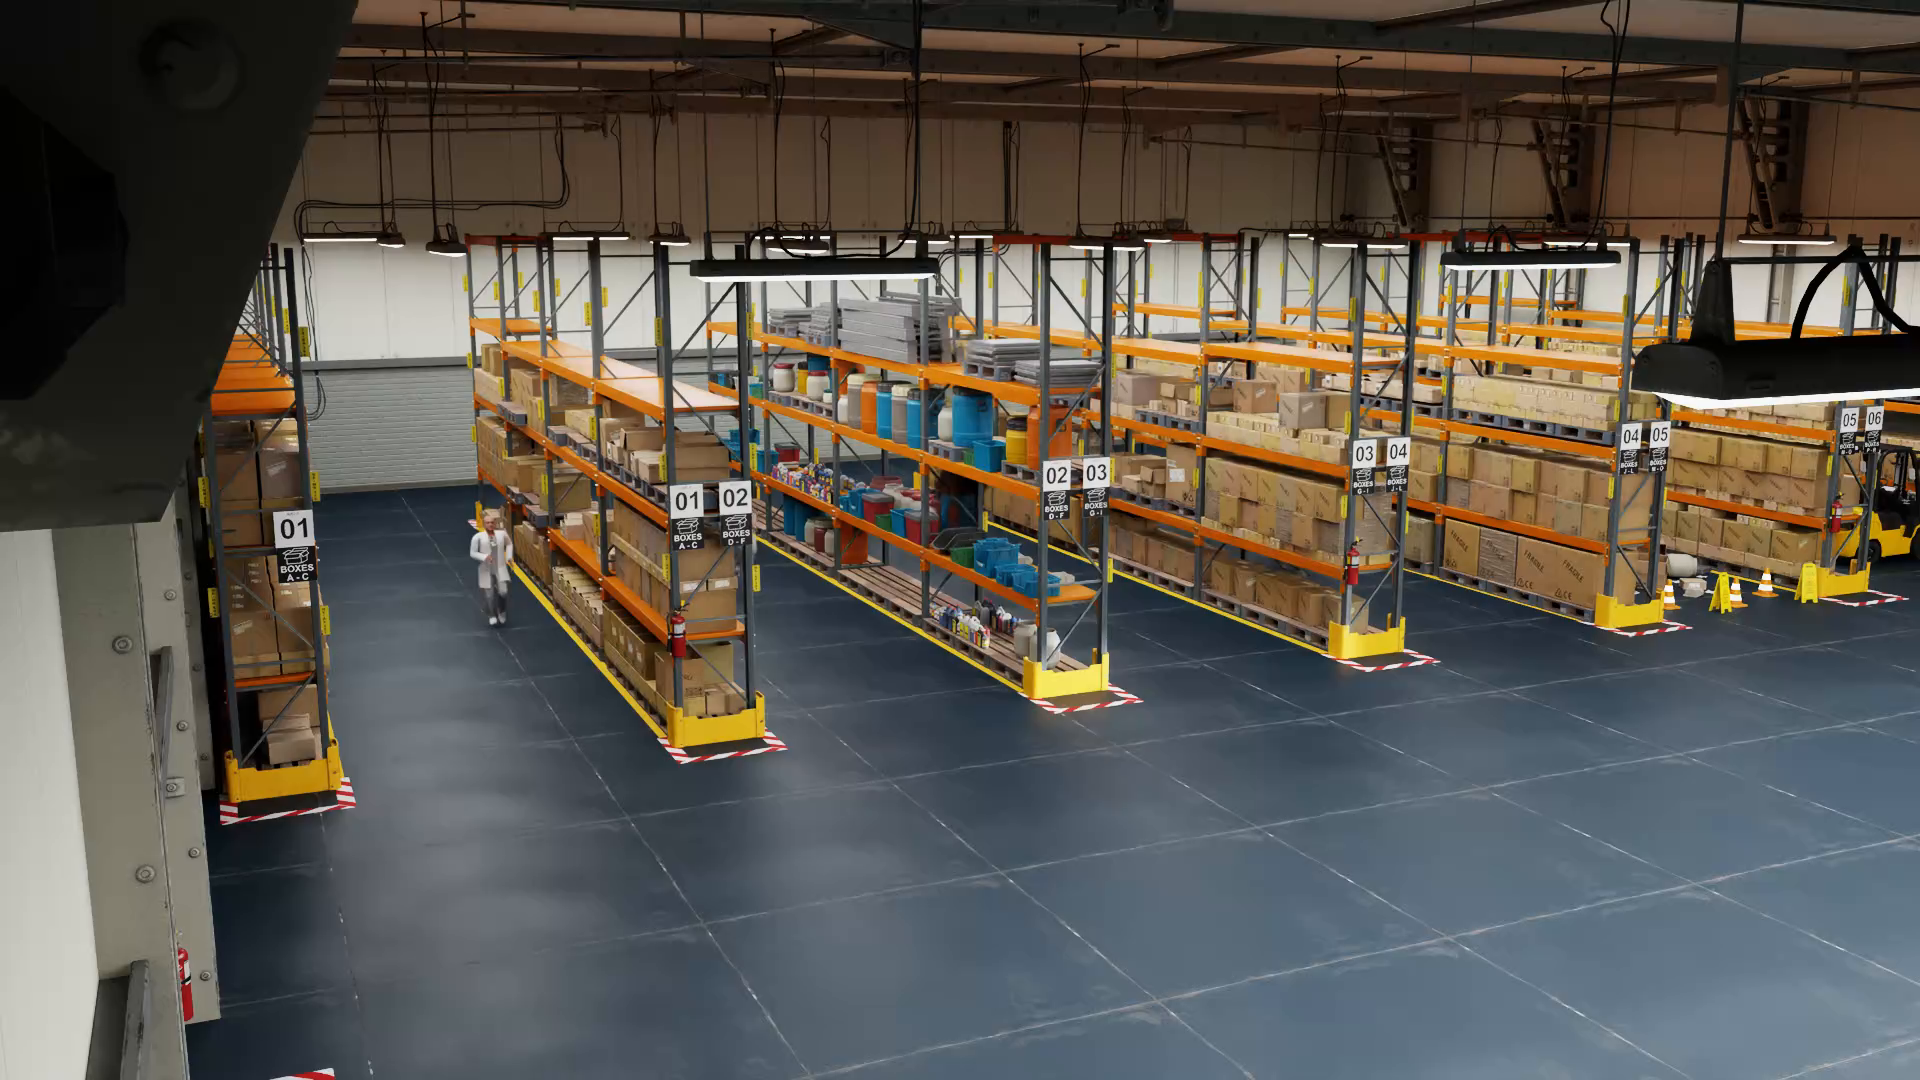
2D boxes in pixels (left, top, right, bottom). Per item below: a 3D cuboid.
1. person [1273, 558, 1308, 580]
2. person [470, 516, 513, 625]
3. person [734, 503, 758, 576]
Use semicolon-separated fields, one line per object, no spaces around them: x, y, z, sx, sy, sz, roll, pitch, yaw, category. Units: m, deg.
5.992;-0.254;29.761;0.709;1.826;0.952;-7;13;-32;person
-7.276;0.489;25.955;0.685;1.744;0.685;-5;12;-22;person
-3.644;-0.097;28.148;0.536;1.545;0.637;-7;13;-32;person
